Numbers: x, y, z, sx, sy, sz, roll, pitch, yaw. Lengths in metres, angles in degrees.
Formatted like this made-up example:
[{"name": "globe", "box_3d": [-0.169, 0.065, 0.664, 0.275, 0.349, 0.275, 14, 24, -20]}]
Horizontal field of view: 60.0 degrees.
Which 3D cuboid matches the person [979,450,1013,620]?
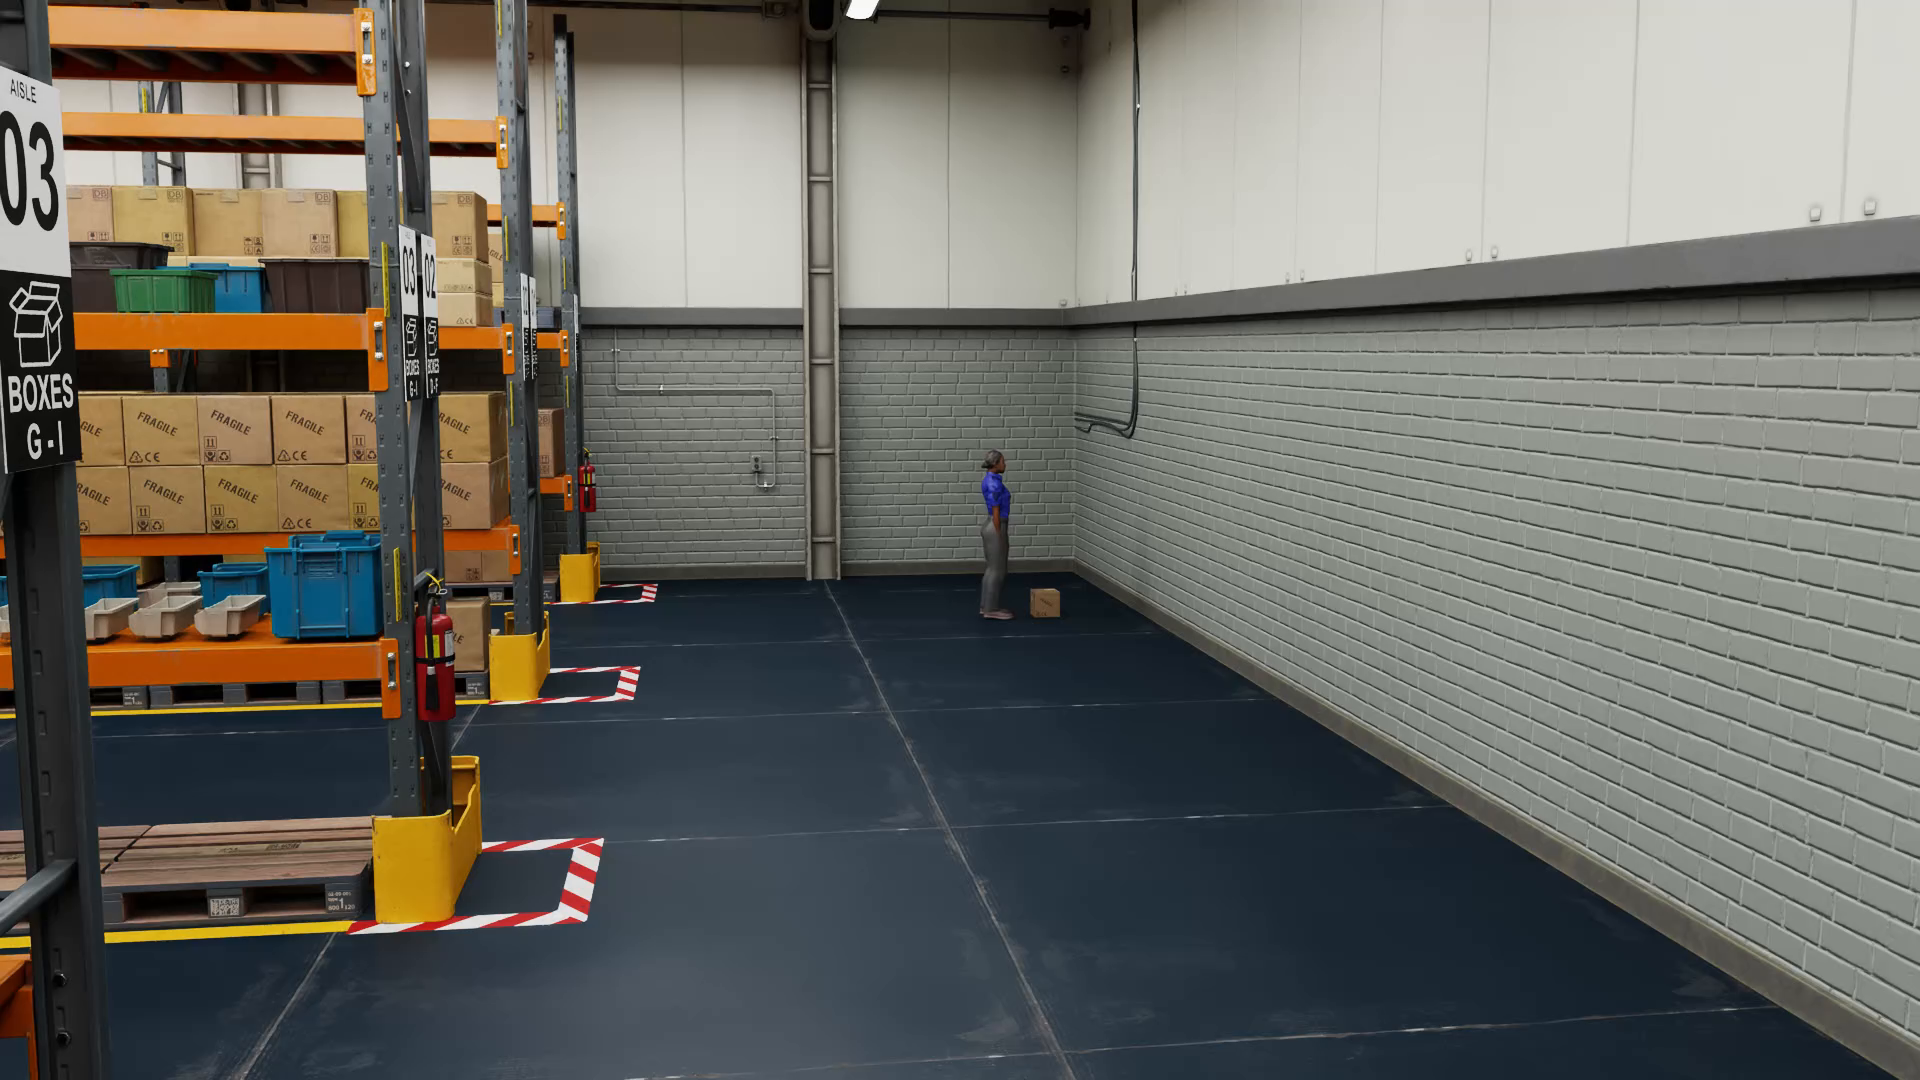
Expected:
[{"name": "person", "box_3d": [0.352, -0.061, 16.404, 0.304, 1.656, 0.435, -1, 7, -7]}]
